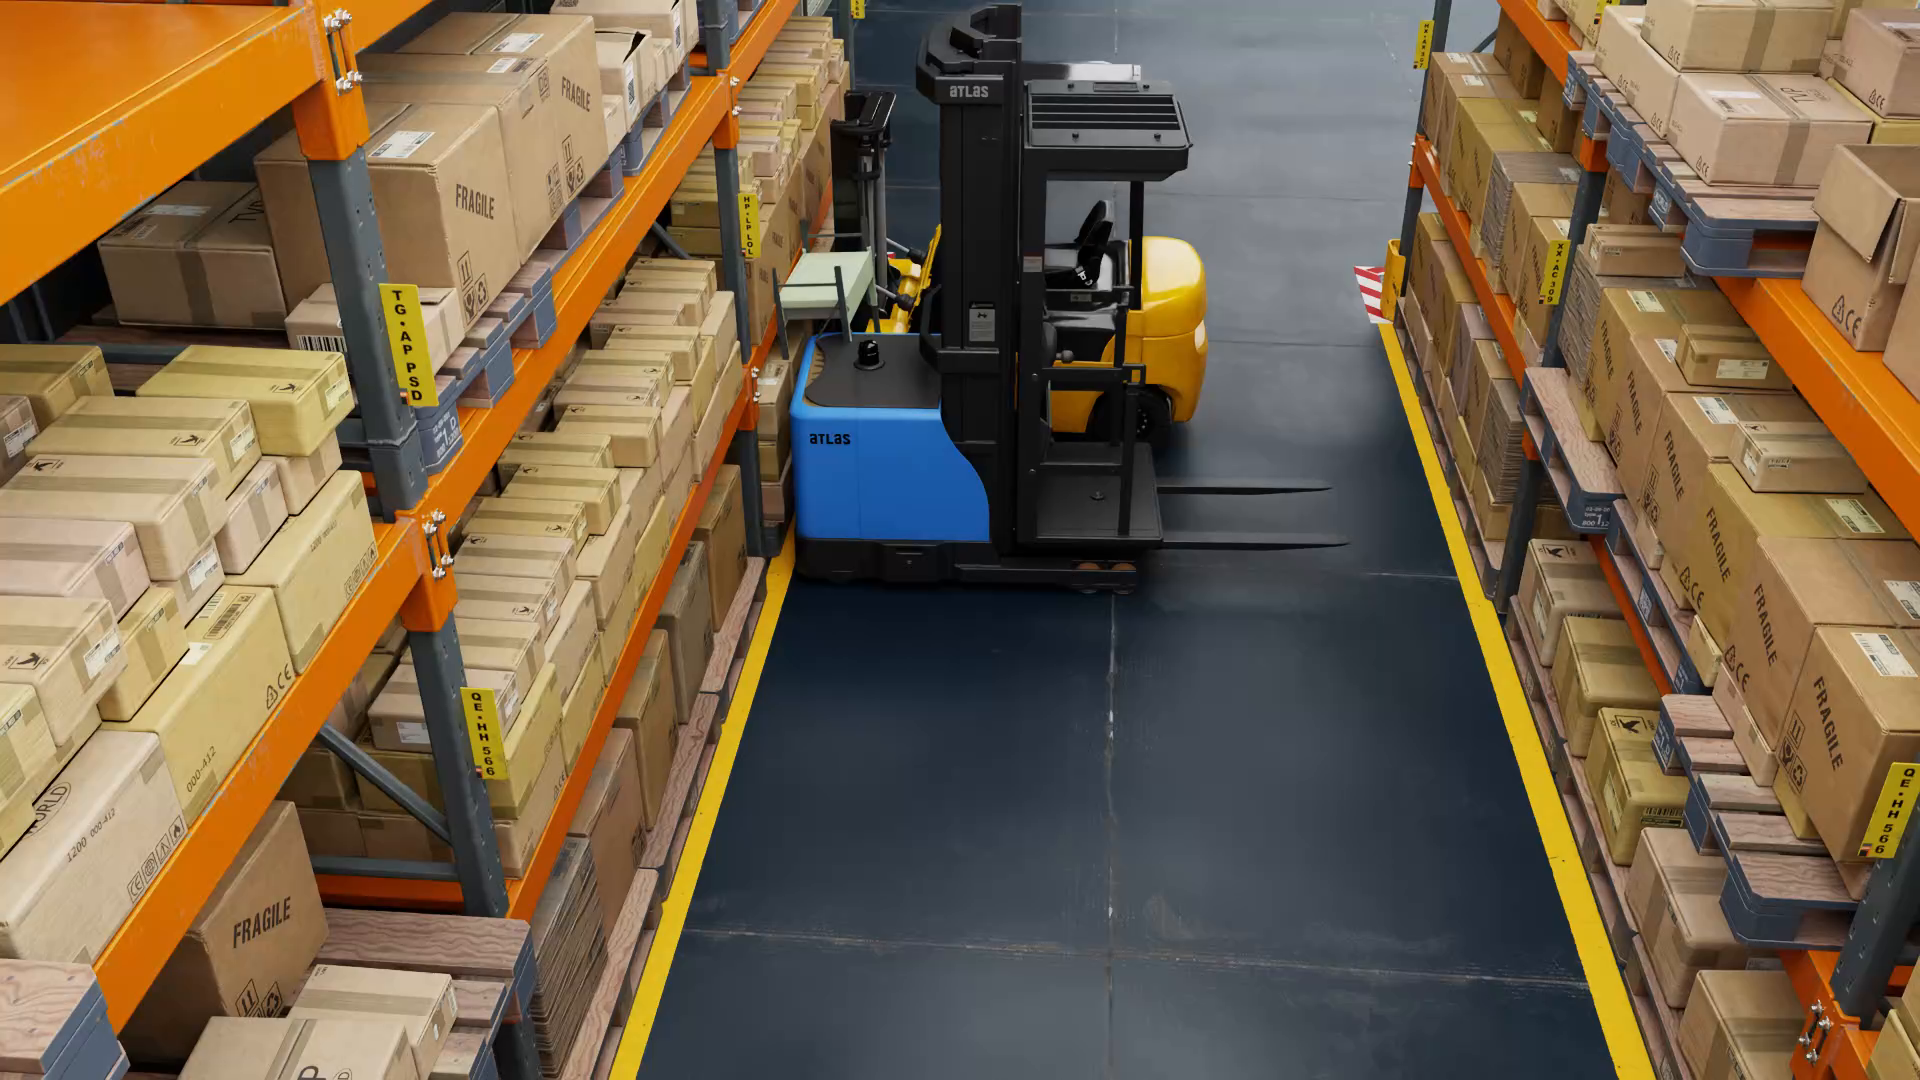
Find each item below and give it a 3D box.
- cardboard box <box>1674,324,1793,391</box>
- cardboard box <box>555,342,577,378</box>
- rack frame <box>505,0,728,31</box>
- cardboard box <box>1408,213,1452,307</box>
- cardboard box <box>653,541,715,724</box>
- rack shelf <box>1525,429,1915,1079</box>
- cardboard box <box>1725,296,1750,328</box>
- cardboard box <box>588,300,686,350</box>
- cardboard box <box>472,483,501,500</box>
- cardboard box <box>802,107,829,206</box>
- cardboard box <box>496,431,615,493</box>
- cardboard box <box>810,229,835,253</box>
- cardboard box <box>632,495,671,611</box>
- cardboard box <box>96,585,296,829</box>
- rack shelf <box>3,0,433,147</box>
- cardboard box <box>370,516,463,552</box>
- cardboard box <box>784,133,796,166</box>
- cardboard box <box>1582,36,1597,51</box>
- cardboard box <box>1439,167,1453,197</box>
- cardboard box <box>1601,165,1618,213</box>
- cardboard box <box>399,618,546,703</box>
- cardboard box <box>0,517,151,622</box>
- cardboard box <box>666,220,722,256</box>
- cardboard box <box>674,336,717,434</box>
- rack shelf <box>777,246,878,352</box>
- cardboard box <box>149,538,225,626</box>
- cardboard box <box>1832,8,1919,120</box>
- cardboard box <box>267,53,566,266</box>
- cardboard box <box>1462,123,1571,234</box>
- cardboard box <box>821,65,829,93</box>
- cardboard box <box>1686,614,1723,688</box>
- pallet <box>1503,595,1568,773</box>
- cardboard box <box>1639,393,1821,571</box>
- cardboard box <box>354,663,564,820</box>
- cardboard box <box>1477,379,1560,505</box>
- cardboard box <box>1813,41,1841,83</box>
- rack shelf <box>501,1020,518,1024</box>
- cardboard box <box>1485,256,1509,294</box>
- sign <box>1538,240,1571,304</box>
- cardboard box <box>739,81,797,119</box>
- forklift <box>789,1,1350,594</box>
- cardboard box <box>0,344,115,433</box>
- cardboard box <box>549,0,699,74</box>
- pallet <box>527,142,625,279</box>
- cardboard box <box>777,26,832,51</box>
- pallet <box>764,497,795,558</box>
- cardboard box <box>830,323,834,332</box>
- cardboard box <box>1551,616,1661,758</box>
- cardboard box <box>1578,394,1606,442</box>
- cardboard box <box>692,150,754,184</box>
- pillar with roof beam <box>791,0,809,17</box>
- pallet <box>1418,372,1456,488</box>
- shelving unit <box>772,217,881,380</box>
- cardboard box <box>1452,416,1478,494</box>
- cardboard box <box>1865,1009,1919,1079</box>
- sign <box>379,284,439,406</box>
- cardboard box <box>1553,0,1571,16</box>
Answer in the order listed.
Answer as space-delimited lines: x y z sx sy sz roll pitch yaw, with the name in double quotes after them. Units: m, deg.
2.997 -0.707 6.421 0.380 0.149 0.250 4 32 7 "cardboard box"
-1.912 -0.837 7.316 0.380 0.149 0.250 2 32 4 "cardboard box"
-1.574 -3.650 6.876 1.000 3.000 0.127 2 32 4 "rack frame"
3.357 -1.883 11.232 0.500 0.500 0.500 1 32 2 "cardboard box"
-1.676 0.415 7.861 0.875 0.625 0.625 2 32 3 "cardboard box"
3.211 0.466 6.600 1.077 0.370 4.000 2 32 4 "rack shelf"
3.526 -0.723 7.066 0.500 0.500 0.500 3 32 4 "cardboard box"
-1.456 -0.965 7.524 0.380 0.149 0.250 2 32 4 "cardboard box"
-2.008 -0.192 6.649 0.500 0.250 0.500 2 32 3 "cardboard box"
-1.119 -2.423 10.507 0.500 0.500 0.500 2 32 3 "cardboard box"
-1.560 -0.293 6.432 0.380 0.149 0.250 2 32 4 "cardboard box"
-1.042 -1.836 10.918 0.500 0.250 0.500 3 32 5 "cardboard box"
-1.495 0.034 6.758 0.500 0.250 0.500 3 32 6 "cardboard box"
-1.739 0.324 3.429 0.500 0.250 0.500 3 32 4 "cardboard box"
-1.737 -2.128 5.472 1.077 0.370 4.000 2 32 4 "rack shelf"
-2.034 -0.041 6.024 0.380 0.149 0.250 2 32 4 "cardboard box"
-1.153 -2.238 9.589 0.380 0.149 0.250 1 32 2 "cardboard box"
3.095 -2.234 7.677 0.380 0.149 0.250 3 32 4 "cardboard box"
3.290 -2.303 10.648 0.380 0.149 0.250 3 32 5 "cardboard box"
3.689 -1.968 8.532 0.700 0.500 0.500 3 32 4 "cardboard box"
-1.559 0.383 5.336 0.380 0.149 0.250 3 32 5 "cardboard box"
-1.793 0.084 3.155 0.380 0.149 0.250 2 32 3 "cardboard box"
-1.286 -1.570 8.505 0.380 0.149 0.250 2 32 3 "cardboard box"
-1.394 -0.708 7.486 0.500 0.250 0.500 2 32 3 "cardboard box"
-0.760 -1.368 9.528 0.431 0.370 0.720 0 32 10 "rack shelf"
-1.776 0.079 3.446 0.380 0.149 0.250 3 32 5 "cardboard box"
3.392 -1.648 5.752 0.500 0.250 0.500 3 32 5 "cardboard box"
-1.656 -1.182 5.139 0.700 0.500 0.500 2 32 3 "cardboard box"
3.272 -2.107 9.712 0.500 0.500 0.500 2 32 3 "cardboard box"
-1.070 -3.045 10.899 0.380 0.149 0.250 3 32 5 "cardboard box"
2.803 0.400 5.862 0.380 0.149 0.250 3 32 5 "cardboard box"
3.312 0.708 8.180 1.003 0.211 1.213 2 32 4 "pallet"
2.925 -0.212 6.236 0.500 0.500 0.500 1 32 2 "cardboard box"
-1.595 0.626 5.322 0.500 0.250 0.500 2 32 4 "cardboard box"
3.154 -0.534 9.044 0.500 0.500 0.500 2 32 3 "cardboard box"
3.424 -1.702 6.316 0.500 0.250 0.500 3 32 5 "cardboard box"
-2.062 2.348 3.547 1.077 0.370 4.000 2 32 4 "rack shelf"
3.176 -1.491 9.331 0.380 0.149 0.250 2 32 3 "cardboard box"
2.832 -1.274 7.913 0.100 0.325 0.005 2 32 4 "sign"
-1.186 -2.634 9.949 0.380 0.149 0.250 3 32 5 "cardboard box"
0.625 -1.238 8.745 3.031 2.935 1.130 1 32 1 "forklift"
-2.205 -0.333 3.832 0.380 0.149 0.250 1 32 2 "cardboard box"
-1.390 -2.167 6.919 0.500 0.311 0.500 1 32 2 "cardboard box"
-1.845 -1.145 5.849 1.003 0.211 1.213 4 32 6 "pallet"
-1.056 -3.306 11.039 0.380 0.149 0.250 3 32 4 "cardboard box"
-1.467 -0.323 9.853 1.003 0.211 1.213 2 32 4 "pallet"
-1.093 -1.347 10.600 0.500 0.250 0.500 2 32 4 "cardboard box"
3.278 0.704 7.632 0.950 0.372 0.625 4 32 7 "cardboard box"
2.985 -0.552 7.406 0.380 0.149 0.250 3 32 5 "cardboard box"
-1.309 -1.970 8.870 0.380 0.149 0.250 2 32 3 "cardboard box"
2.576 -8.369 14.534 9.100 9.000 0.400 2 32 4 "pillar with roof beam"
3.490 -0.691 10.451 1.003 0.211 1.213 2 32 4 "pallet"
-0.726 -1.036 9.731 0.431 1.500 0.755 0 32 10 "shelving unit"
3.187 -0.494 9.693 0.500 0.250 0.500 2 32 3 "cardboard box"
2.757 1.515 4.356 0.500 0.250 0.500 2 32 3 "cardboard box"
-1.359 -0.477 4.094 0.100 0.325 0.005 2 32 4 "sign"
3.182 -2.732 8.105 0.500 0.250 0.500 2 32 3 "cardboard box"
